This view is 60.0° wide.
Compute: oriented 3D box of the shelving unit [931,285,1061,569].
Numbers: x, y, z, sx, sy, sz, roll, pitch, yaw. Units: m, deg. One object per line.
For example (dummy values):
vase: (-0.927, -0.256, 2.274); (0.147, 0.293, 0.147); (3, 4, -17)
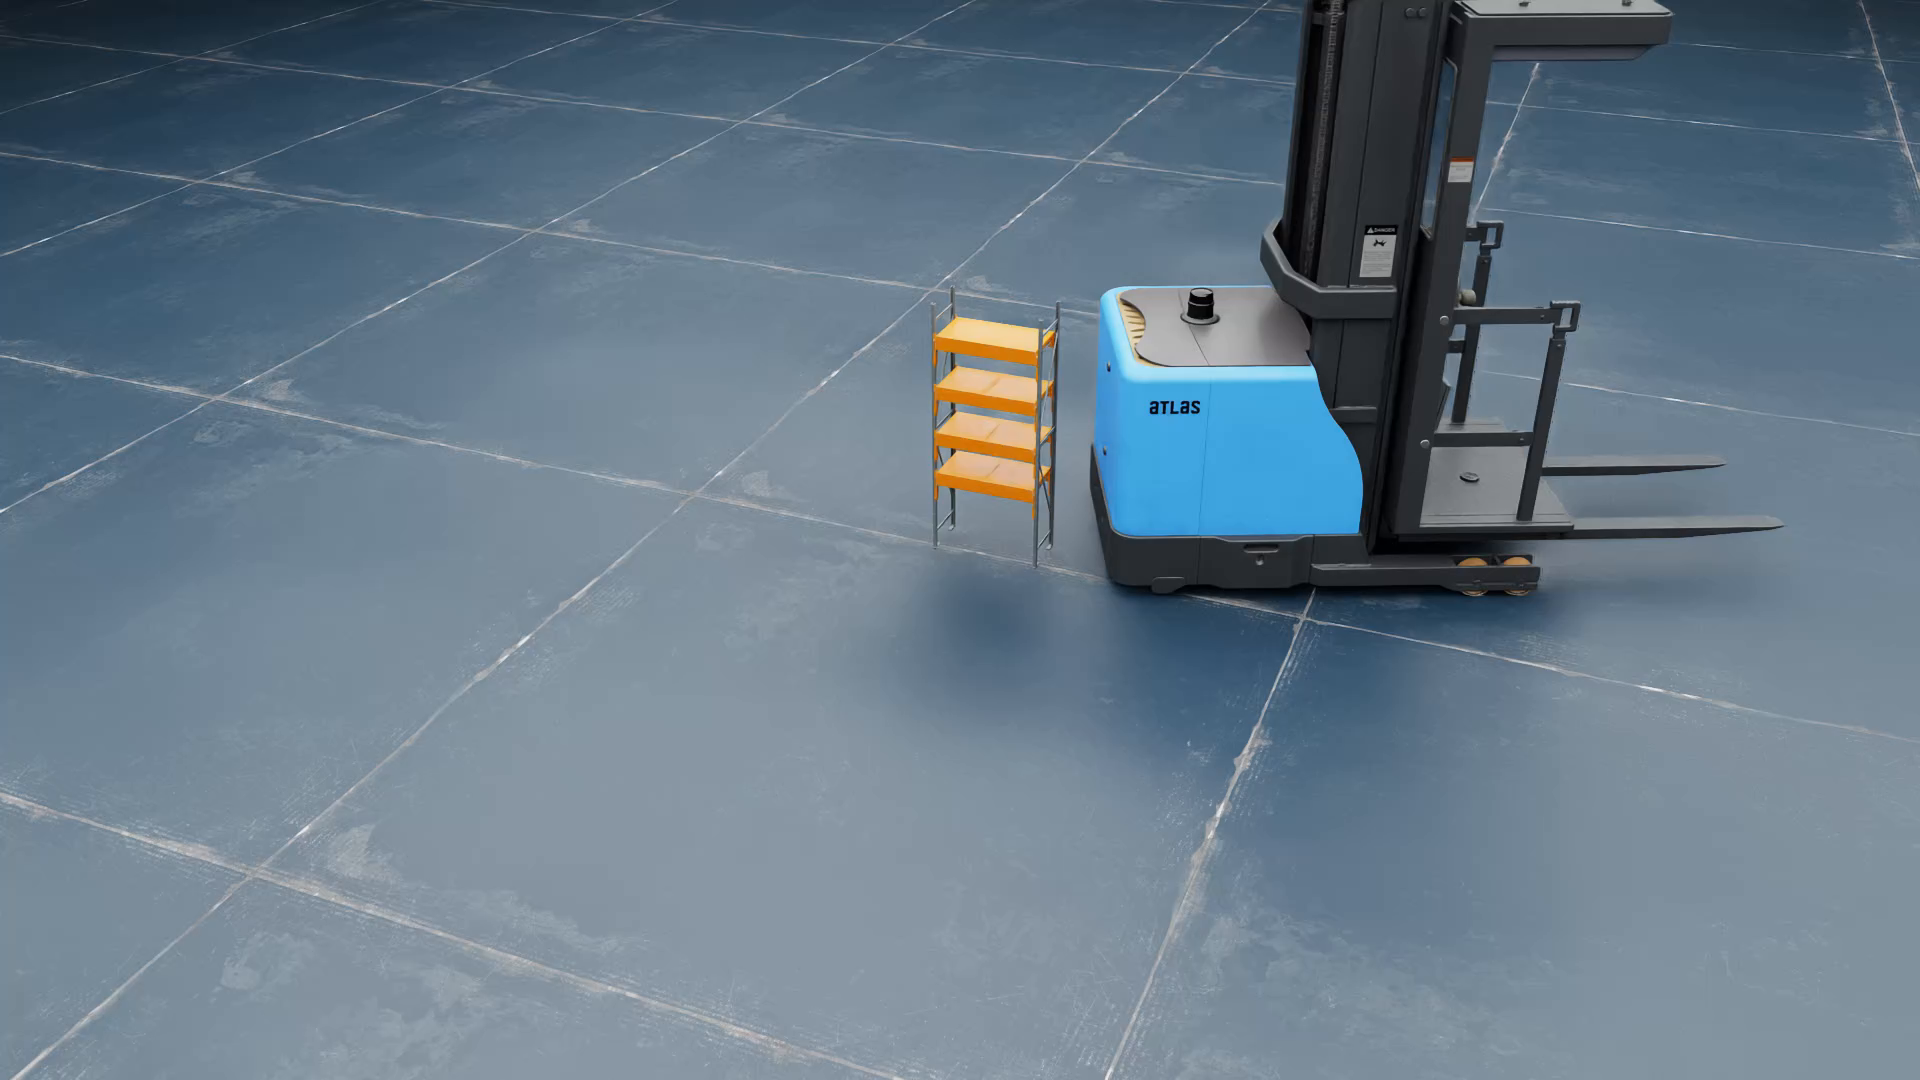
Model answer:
shelving unit: (0.153, -0.492, 7.401); (0.503, 1.200, 0.258); (11, 31, 19)

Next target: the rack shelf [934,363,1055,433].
rack shelf: (0.153, -0.628, 7.324); (0.480, 0.148, 0.258); (11, 31, 19)

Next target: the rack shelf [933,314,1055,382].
rack shelf: (0.153, -0.834, 7.207); (0.480, 0.148, 0.258); (11, 31, 19)

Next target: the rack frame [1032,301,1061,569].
rack frame: (0.379, -0.447, 7.321); (0.015, 1.200, 0.240); (11, 31, 19)

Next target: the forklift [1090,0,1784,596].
forklift: (2.155, -1.290, 7.054); (3.031, 2.935, 1.130); (-1, 29, -1)

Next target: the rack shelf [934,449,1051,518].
rack shelf: (0.153, -0.260, 7.531); (0.480, 0.148, 0.258); (11, 31, 19)

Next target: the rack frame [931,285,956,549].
rack frame: (-0.073, -0.537, 7.480); (0.015, 1.200, 0.240); (11, 31, 19)

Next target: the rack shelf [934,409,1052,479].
rack shelf: (0.153, -0.433, 7.434); (0.480, 0.148, 0.258); (11, 31, 19)
